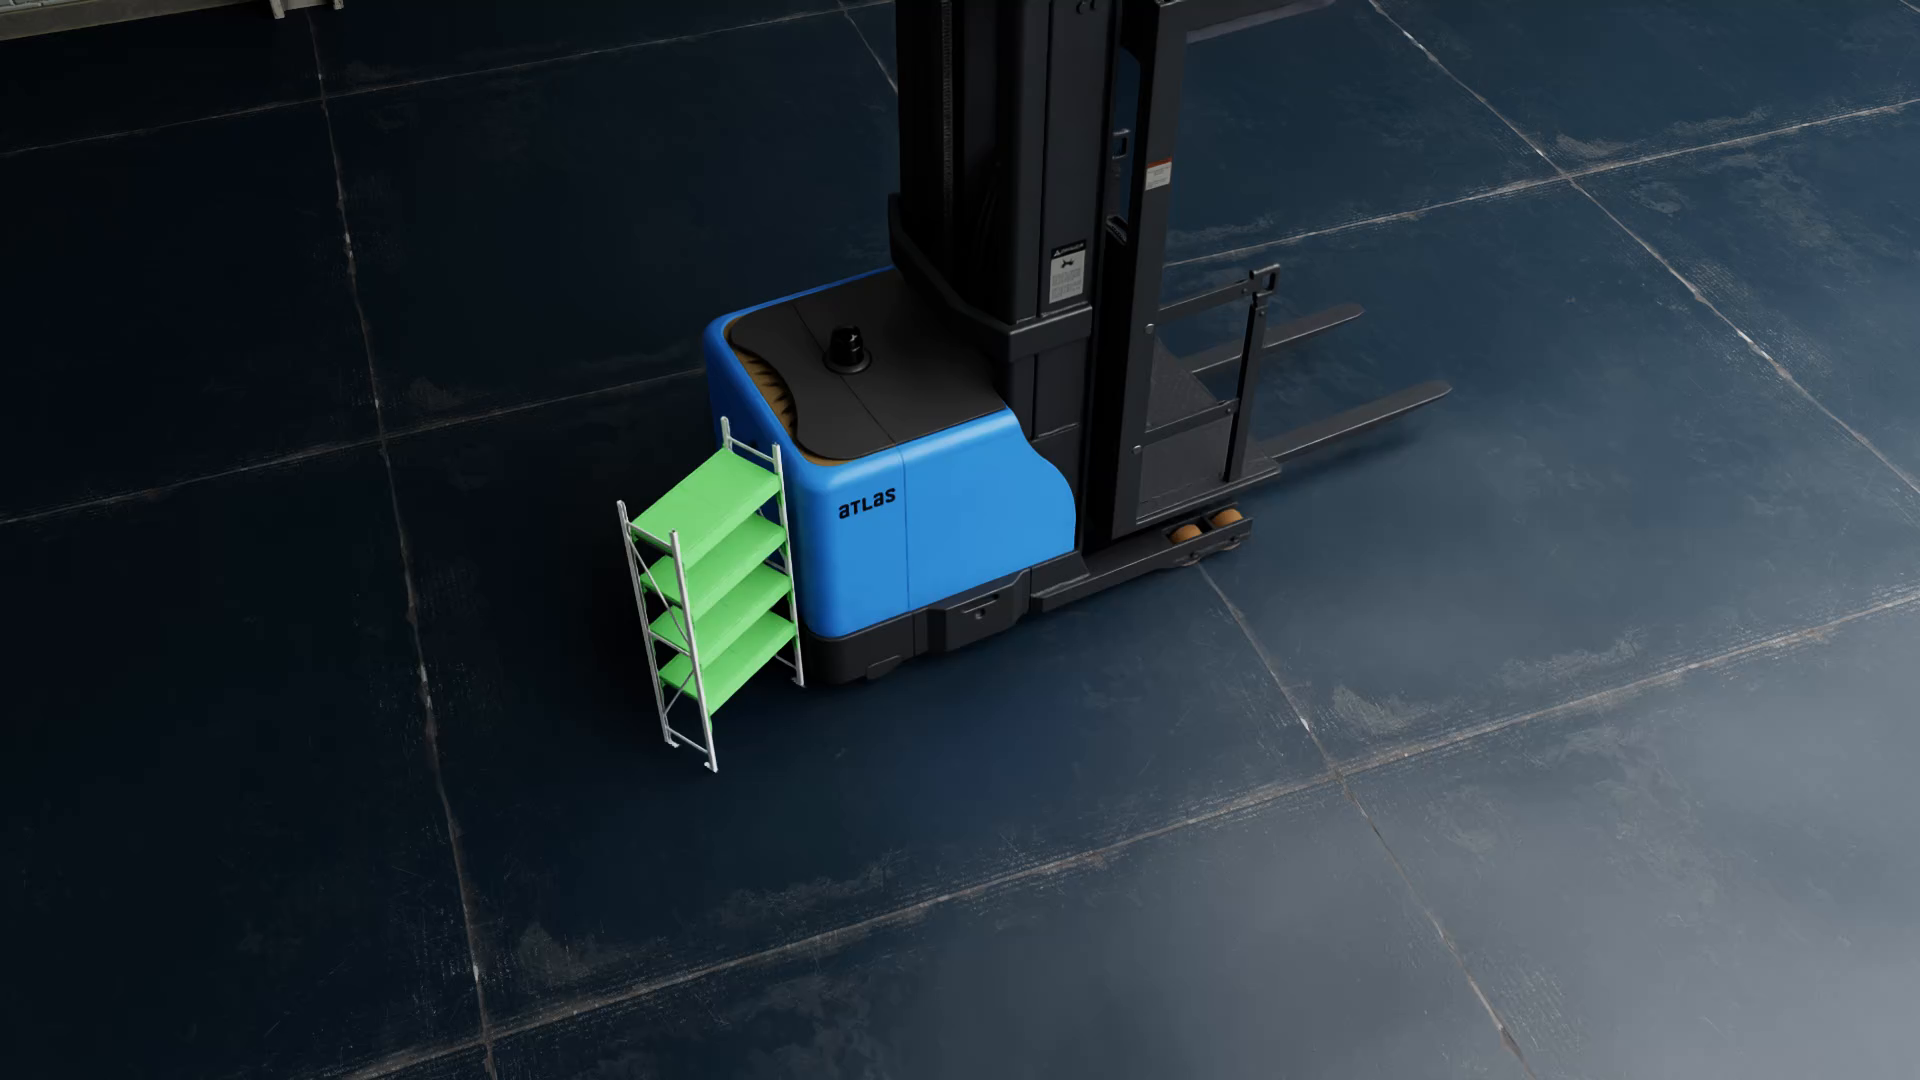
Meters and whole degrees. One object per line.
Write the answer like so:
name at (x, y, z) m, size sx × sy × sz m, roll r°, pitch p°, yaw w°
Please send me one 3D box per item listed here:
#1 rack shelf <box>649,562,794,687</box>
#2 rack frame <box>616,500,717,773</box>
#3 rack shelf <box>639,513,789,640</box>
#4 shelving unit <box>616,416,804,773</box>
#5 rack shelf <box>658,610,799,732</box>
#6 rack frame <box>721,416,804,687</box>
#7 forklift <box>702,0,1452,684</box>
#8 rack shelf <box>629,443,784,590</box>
rack shelf at (-0.825, 0.256, 5.738) m, size 0.258 × 0.148 × 0.480 m, roll 27°, pitch 51°, yaw 24°
rack frame at (-0.967, 0.352, 5.552) m, size 0.240 × 1.200 × 0.015 m, roll 27°, pitch 51°, yaw 24°
rack shelf at (-0.825, 0.087, 5.568) m, size 0.258 × 0.148 × 0.480 m, roll 27°, pitch 51°, yaw 24°
shelving unit at (-0.825, 0.211, 5.692) m, size 0.258 × 1.200 × 0.503 m, roll 27°, pitch 51°, yaw 24°
rack shelf at (-0.825, 0.426, 5.908) m, size 0.258 × 0.148 × 0.480 m, roll 27°, pitch 51°, yaw 24°
rack frame at (-0.684, 0.071, 5.832) m, size 0.240 × 1.200 × 0.015 m, roll 27°, pitch 51°, yaw 24°
forklift at (0.600, -1.246, 5.922) m, size 3.031 × 2.935 × 1.130 m, roll -20°, pitch 48°, yaw -19°
rack shelf at (-0.825, -0.082, 5.398) m, size 0.258 × 0.148 × 0.480 m, roll 27°, pitch 51°, yaw 24°
